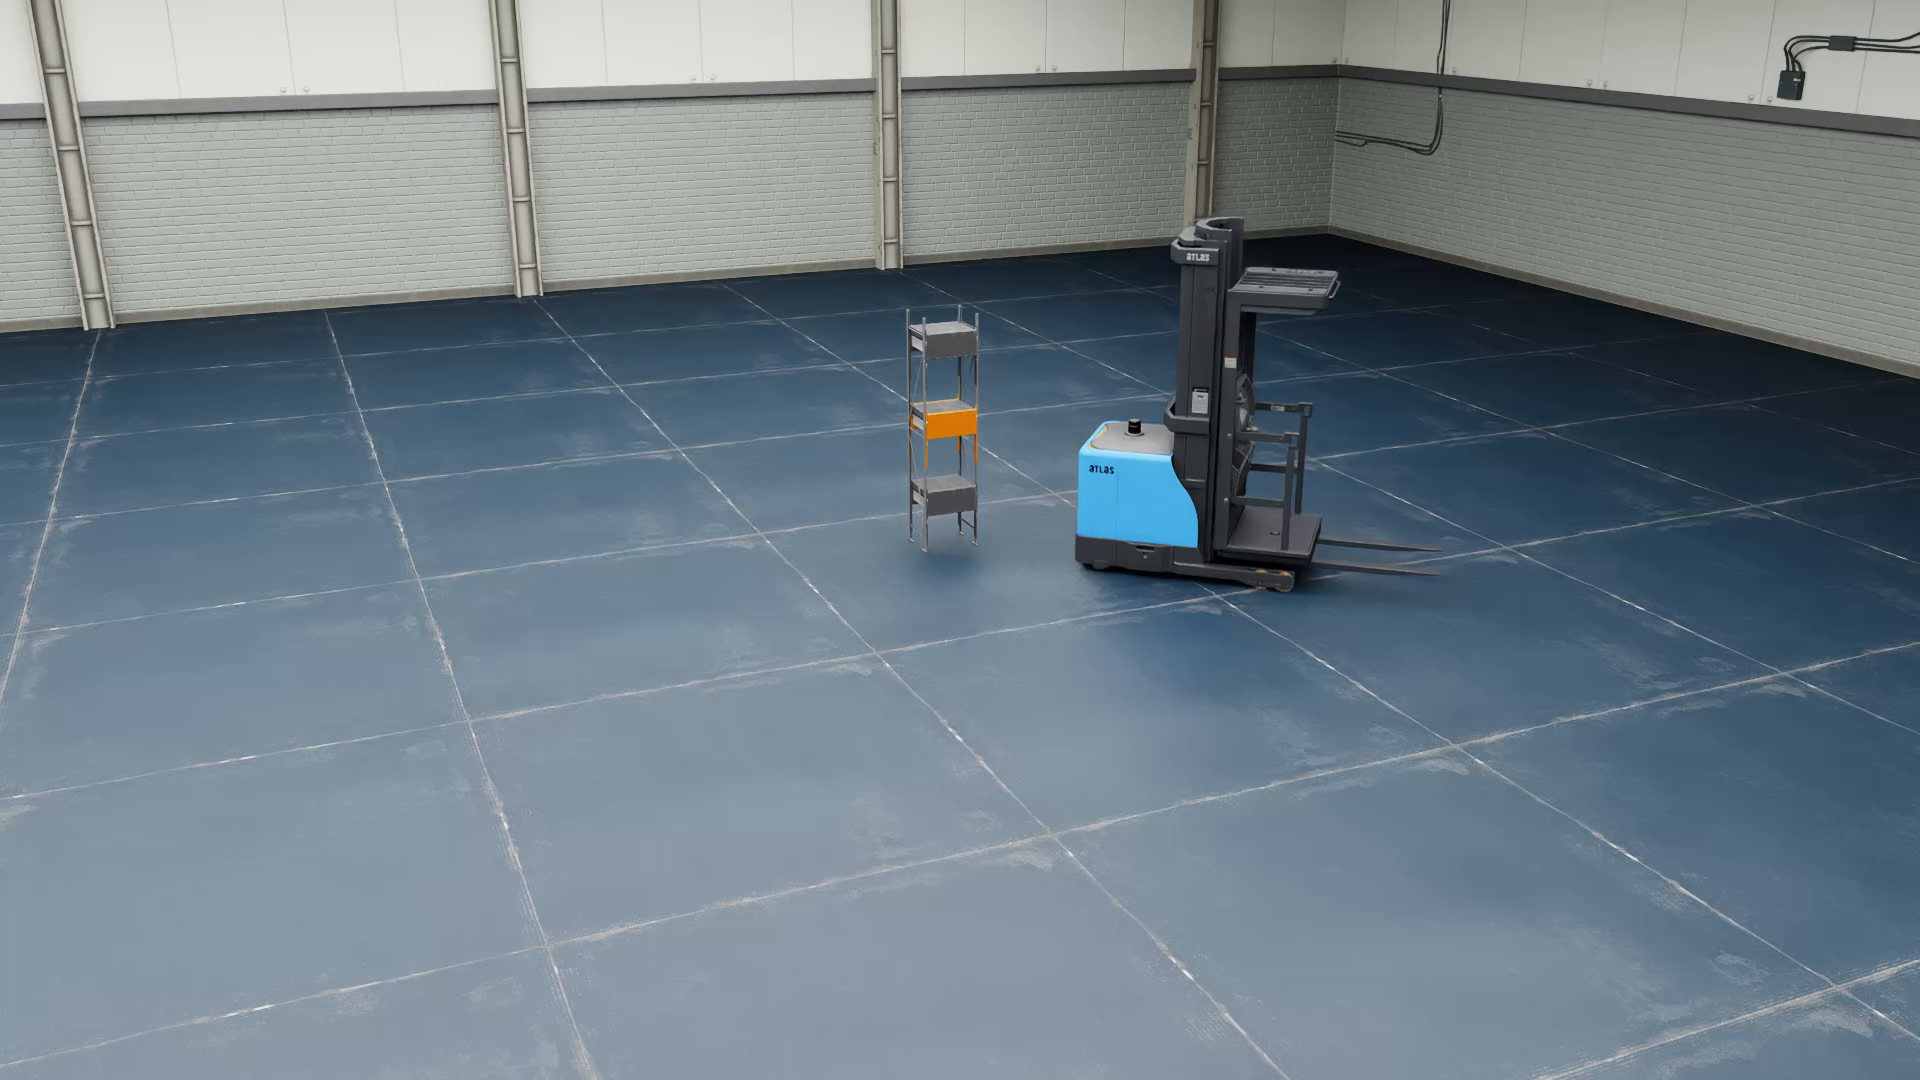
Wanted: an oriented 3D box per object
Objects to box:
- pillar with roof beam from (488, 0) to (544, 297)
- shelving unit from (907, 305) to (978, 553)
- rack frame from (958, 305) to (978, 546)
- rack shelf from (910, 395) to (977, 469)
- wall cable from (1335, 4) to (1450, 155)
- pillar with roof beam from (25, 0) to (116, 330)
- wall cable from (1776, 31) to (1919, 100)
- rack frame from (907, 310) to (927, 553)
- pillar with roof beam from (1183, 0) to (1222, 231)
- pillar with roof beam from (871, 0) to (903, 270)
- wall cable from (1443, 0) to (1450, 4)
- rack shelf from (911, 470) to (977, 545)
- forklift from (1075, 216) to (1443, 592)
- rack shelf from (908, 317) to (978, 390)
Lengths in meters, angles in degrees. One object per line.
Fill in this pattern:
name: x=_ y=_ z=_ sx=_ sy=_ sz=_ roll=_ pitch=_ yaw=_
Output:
pillar with roof beam: x=-5.000 y=-6.748 z=20.638 sx=0.400 sy=9.000 sz=9.100 roll=-8 pitch=21 yaw=-22
shelving unit: x=-0.152 y=-0.969 z=14.611 sx=0.503 sy=2.100 sz=0.431 roll=-8 pitch=21 yaw=-22
rack frame: x=0.072 y=-1.001 z=14.703 sx=0.015 sy=2.100 sz=0.400 roll=-8 pitch=21 yaw=-22
rack shelf: x=-0.152 y=-0.956 z=14.616 sx=0.480 sy=0.518 sz=0.431 roll=-8 pitch=21 yaw=-22
wall cable: x=7.542 y=-8.159 z=29.321 sx=0.112 sy=2.526 sz=3.097 roll=-8 pitch=21 yaw=-22
pillar with roof beam: x=-10.509 y=-5.959 z=18.396 sx=0.400 sy=9.000 sz=9.100 roll=-8 pitch=21 yaw=-22
wall cable: x=11.288 y=-8.331 z=20.012 sx=0.169 sy=6.003 sz=2.305 roll=-8 pitch=21 yaw=-22
rack frame: x=-0.376 y=-0.937 z=14.520 sx=0.015 sy=2.100 sz=0.400 roll=-8 pitch=21 yaw=-22
pillar with roof beam: x=6.019 y=-8.327 z=25.121 sx=0.400 sy=9.000 sz=9.100 roll=-8 pitch=21 yaw=-22
pillar with roof beam: x=0.509 y=-7.537 z=22.880 sx=0.400 sy=9.000 sz=9.100 roll=-8 pitch=21 yaw=-22
wall cable: x=8.614 y=-9.716 z=26.139 sx=0.112 sy=2.526 sz=3.097 roll=-8 pitch=21 yaw=-22
rack shelf: x=-0.152 y=-0.295 z=14.848 sx=0.480 sy=0.518 sz=0.431 roll=-8 pitch=21 yaw=-22
forklift: x=2.566 y=-1.145 z=13.861 sx=3.031 sy=2.935 sz=1.130 roll=6 pitch=20 yaw=16
rack shelf: x=-0.152 y=-1.616 z=14.384 sx=0.480 sy=0.518 sz=0.431 roll=-8 pitch=21 yaw=-22
